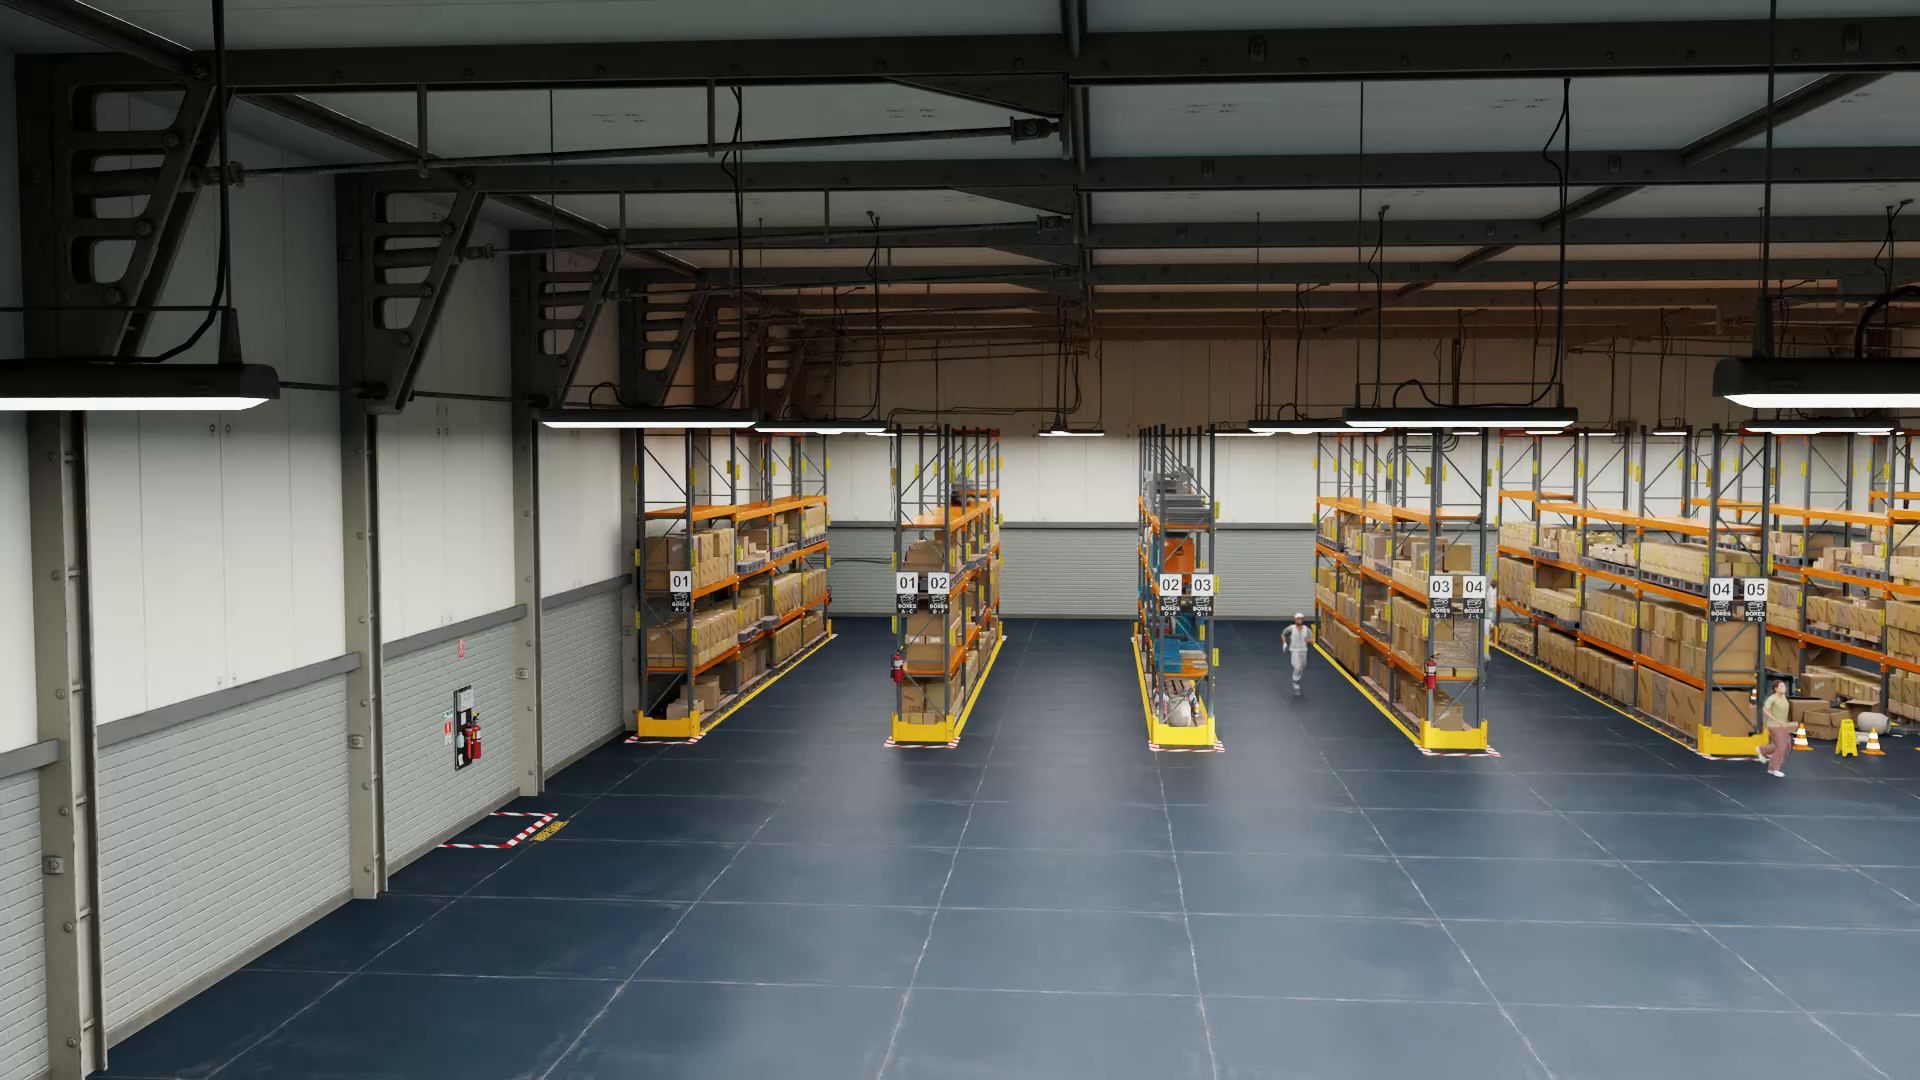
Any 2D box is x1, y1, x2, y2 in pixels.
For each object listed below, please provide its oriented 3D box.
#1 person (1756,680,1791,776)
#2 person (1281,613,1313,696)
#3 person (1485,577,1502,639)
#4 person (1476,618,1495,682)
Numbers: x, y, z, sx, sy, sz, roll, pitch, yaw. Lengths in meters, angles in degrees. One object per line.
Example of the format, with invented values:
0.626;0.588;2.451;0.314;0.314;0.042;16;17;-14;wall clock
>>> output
13.897;3.187;28.388;0.598;1.644;0.629;-2;4;-30;person
7.581;2.554;37.293;0.645;1.846;0.793;-1;4;-10;person
15.149;1.924;47.163;0.972;1.779;0.699;0;3;-6;person
12.291;2.471;39.182;0.734;1.781;0.684;0;3;1;person
